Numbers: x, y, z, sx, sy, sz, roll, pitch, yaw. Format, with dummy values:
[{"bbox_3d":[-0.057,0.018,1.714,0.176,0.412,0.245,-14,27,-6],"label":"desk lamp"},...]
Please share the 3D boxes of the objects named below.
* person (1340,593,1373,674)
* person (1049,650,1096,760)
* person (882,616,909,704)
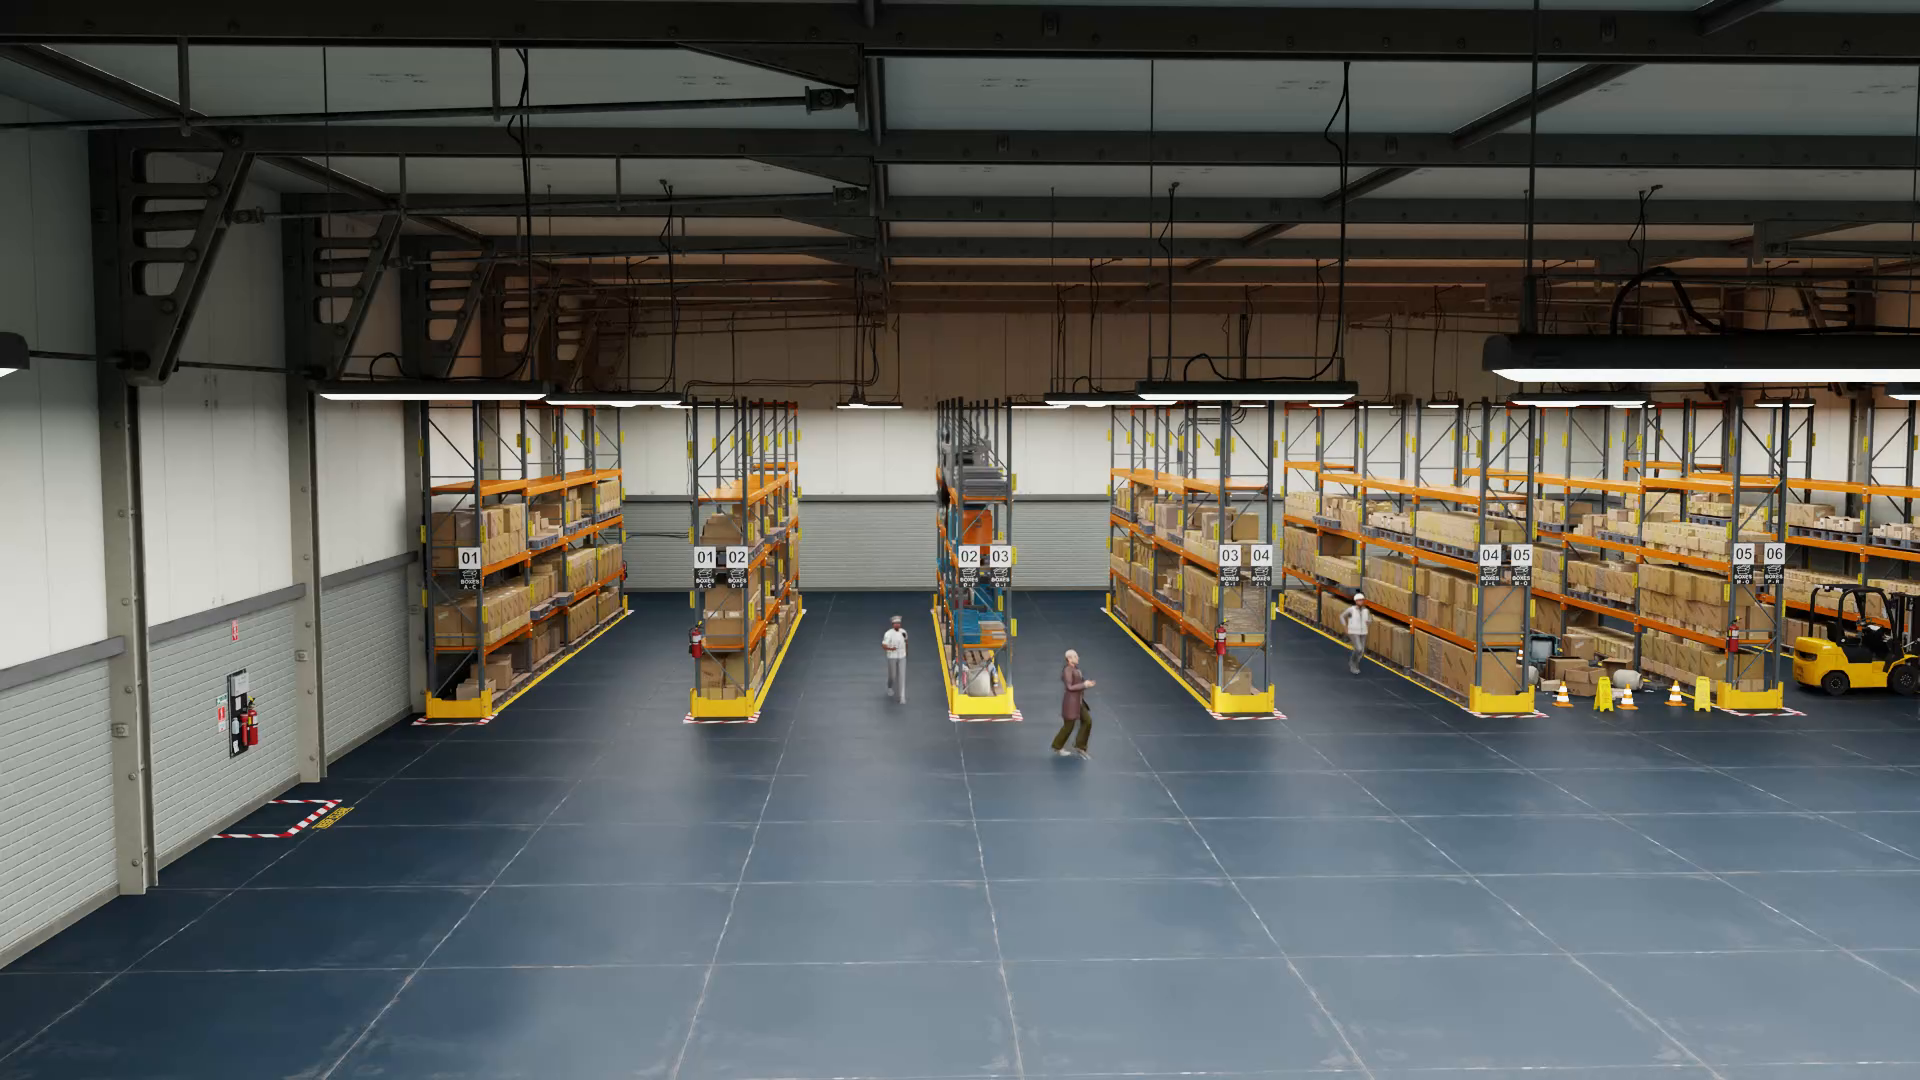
[{"bbox_3d":[8.677,2.042,36.202,0.644,1.751,0.642,-1,5,-15],"label":"person"},{"bbox_3d":[1.878,2.728,27.355,0.765,1.844,0.685,2,5,21],"label":"person"},{"bbox_3d":[-1.252,2.331,32.768,0.579,1.699,0.923,-1,5,-17],"label":"person"}]
